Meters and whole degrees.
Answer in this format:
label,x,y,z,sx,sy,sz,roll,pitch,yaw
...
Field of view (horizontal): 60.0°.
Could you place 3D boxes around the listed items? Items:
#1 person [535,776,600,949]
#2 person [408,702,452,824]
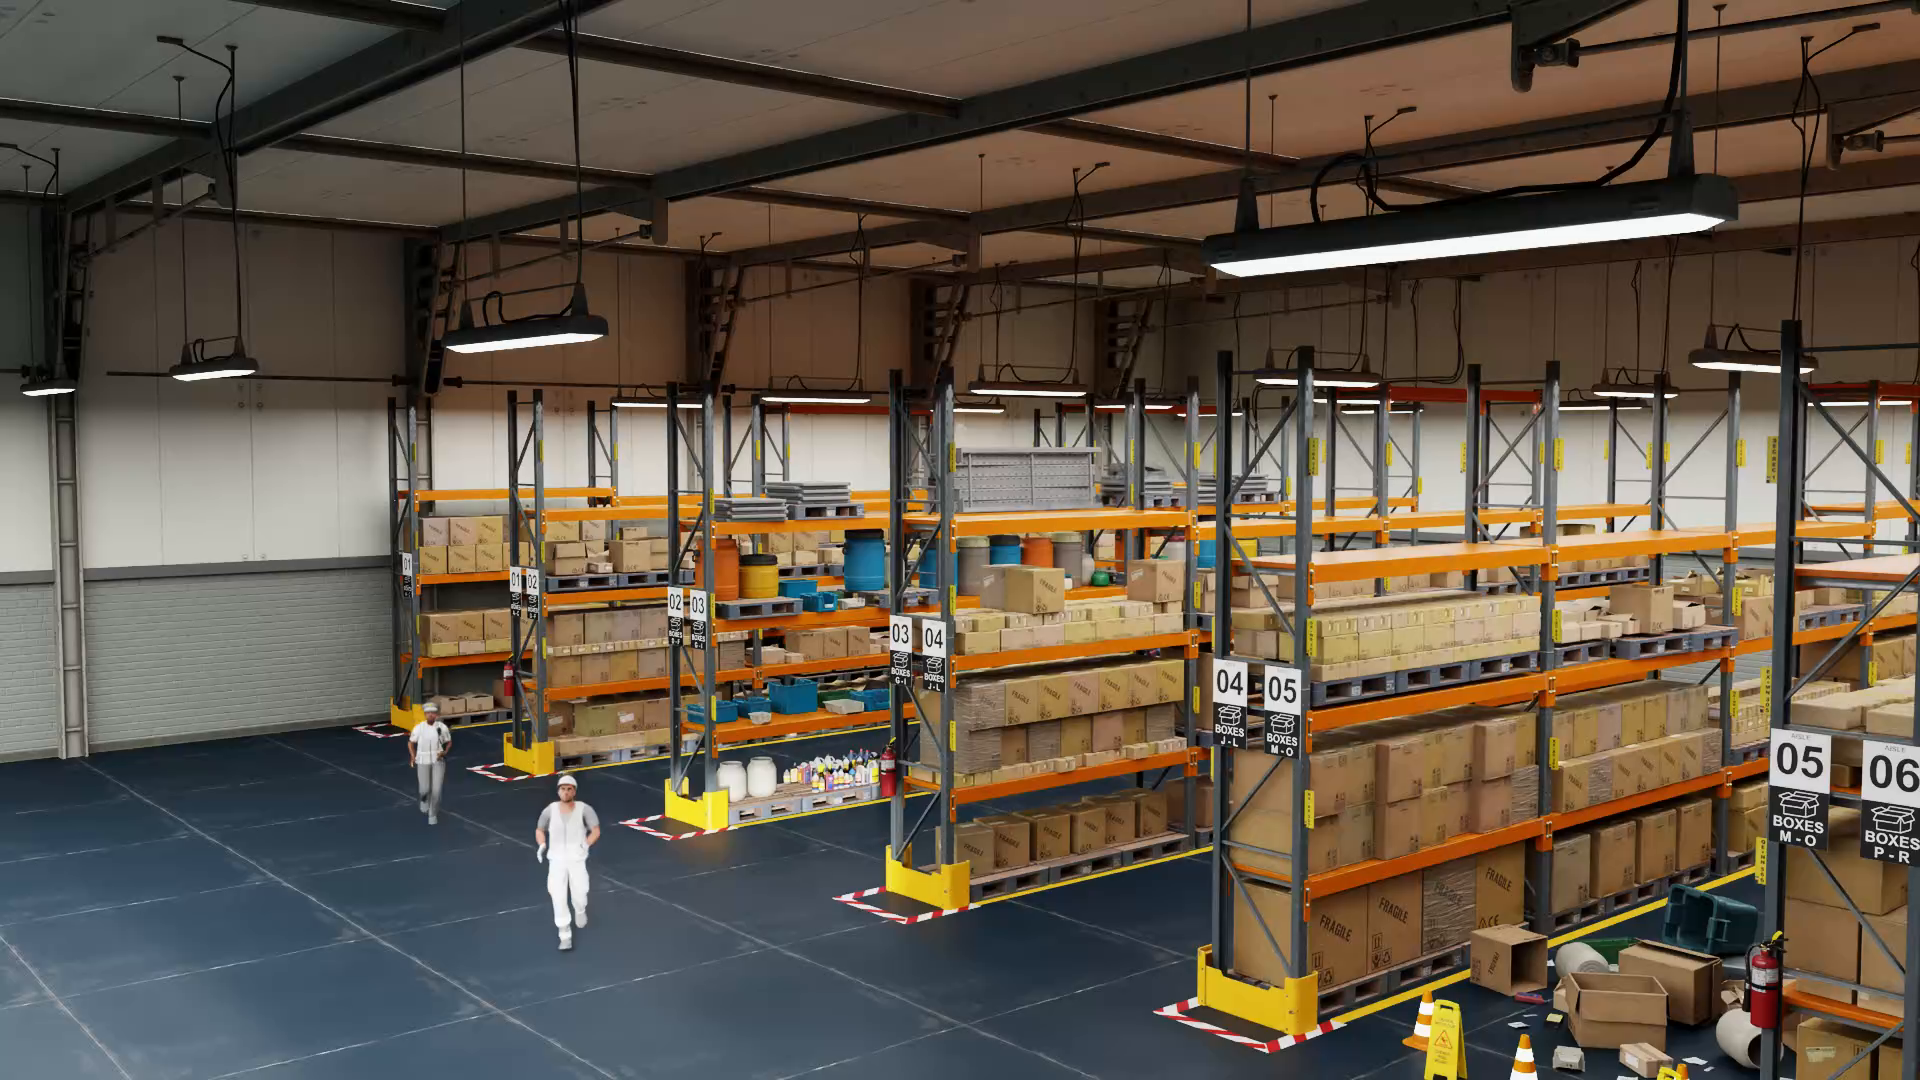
label,x,y,z,sx,sy,sz,roll,pitch,yaw
person,-4.046,3.292,17.140,0.659,1.743,0.708,0,3,-7
person,-7.184,3.024,22.575,0.574,1.658,0.558,-1,4,-19
